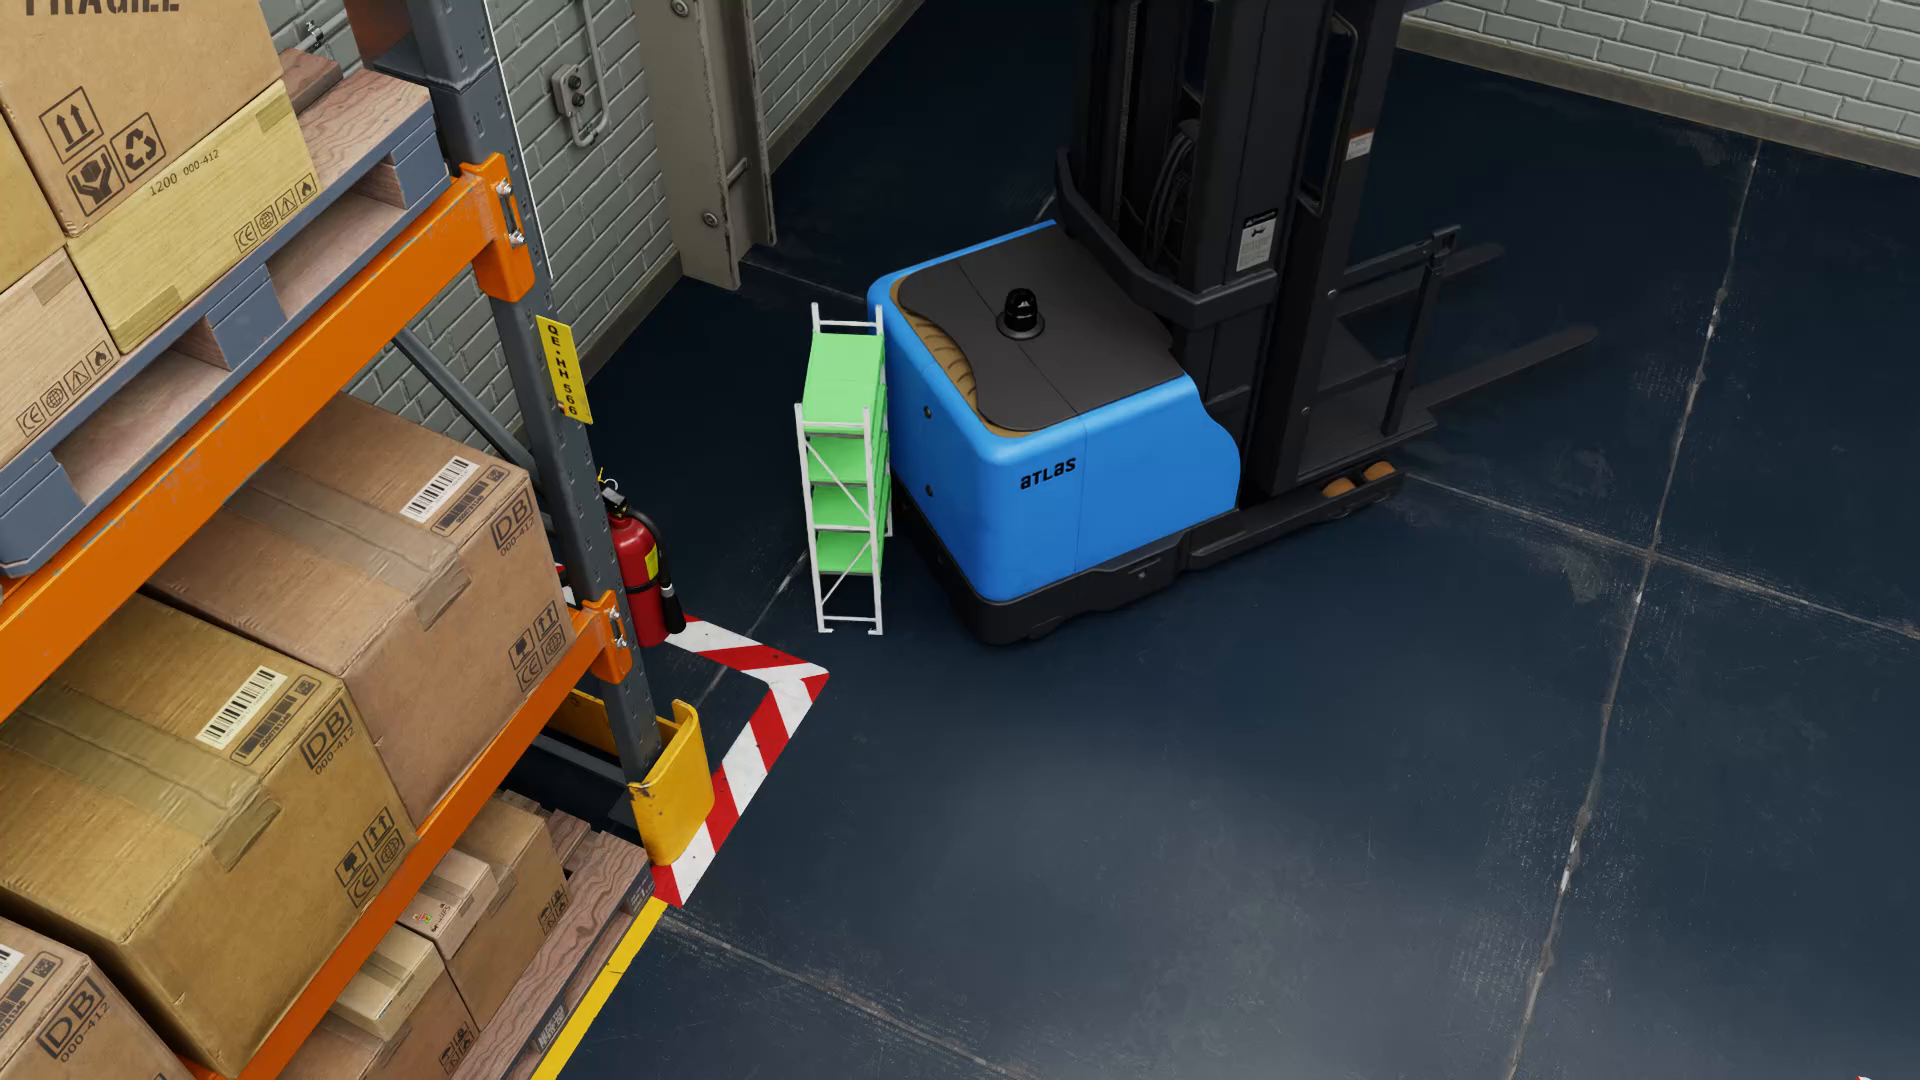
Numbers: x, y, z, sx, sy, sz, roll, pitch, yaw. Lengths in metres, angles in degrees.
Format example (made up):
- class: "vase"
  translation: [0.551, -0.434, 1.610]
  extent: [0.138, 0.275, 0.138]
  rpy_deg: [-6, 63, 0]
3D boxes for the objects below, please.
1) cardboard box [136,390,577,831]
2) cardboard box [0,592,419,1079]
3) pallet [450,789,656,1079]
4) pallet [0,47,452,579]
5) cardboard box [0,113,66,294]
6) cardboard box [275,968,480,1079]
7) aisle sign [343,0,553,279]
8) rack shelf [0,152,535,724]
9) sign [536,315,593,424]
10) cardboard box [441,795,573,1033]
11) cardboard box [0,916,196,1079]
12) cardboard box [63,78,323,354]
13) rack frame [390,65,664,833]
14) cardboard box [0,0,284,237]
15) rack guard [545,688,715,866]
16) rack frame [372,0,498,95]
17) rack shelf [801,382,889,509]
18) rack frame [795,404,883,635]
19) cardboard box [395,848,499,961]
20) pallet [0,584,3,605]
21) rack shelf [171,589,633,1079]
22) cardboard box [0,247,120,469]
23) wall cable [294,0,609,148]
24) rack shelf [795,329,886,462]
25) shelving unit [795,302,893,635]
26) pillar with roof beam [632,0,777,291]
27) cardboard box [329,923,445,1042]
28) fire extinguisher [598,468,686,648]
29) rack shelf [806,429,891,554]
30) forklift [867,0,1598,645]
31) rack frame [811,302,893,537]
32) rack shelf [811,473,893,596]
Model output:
- class: "cardboard box"
  translation: [-1.653, 0.114, 4.302]
  extent: [0.980, 0.700, 0.700]
  rpy_deg: [22, 53, 18]
- class: "cardboard box"
  translation: [-1.954, 0.618, 3.873]
  extent: [0.980, 0.700, 0.700]
  rpy_deg: [19, 52, 16]
- class: "pallet"
  translation: [-1.715, 1.336, 5.290]
  extent: [1.003, 0.211, 1.213]
  rpy_deg: [20, 52, 16]
- class: "pallet"
  translation: [-1.752, -0.573, 3.172]
  extent: [1.003, 0.211, 1.213]
  rpy_deg: [20, 52, 16]
- class: "cardboard box"
  translation: [-1.734, -0.545, 2.354]
  extent: [0.500, 0.500, 0.500]
  rpy_deg: [21, 53, 17]
- class: "cardboard box"
  translation: [-1.867, 1.390, 4.779]
  extent: [0.700, 0.500, 0.500]
  rpy_deg: [20, 52, 16]
- class: "aisle sign"
  translation: [-1.142, -0.938, 3.687]
  extent: [0.394, 0.787, 0.004]
  rpy_deg: [20, 52, 16]
- class: "rack shelf"
  translation: [-2.299, 0.495, 2.677]
  extent: [1.077, 0.370, 4.000]
  rpy_deg: [20, 52, 16]
- class: "sign"
  translation: [-0.959, -0.409, 4.028]
  extent: [0.100, 0.325, 0.005]
  rpy_deg: [20, 52, 16]
- class: "cardboard box"
  translation: [-1.653, 1.045, 5.072]
  extent: [0.700, 0.500, 0.500]
  rpy_deg: [20, 52, 16]
- class: "cardboard box"
  translation: [-2.288, 1.140, 3.428]
  extent: [0.980, 0.700, 0.700]
  rpy_deg: [18, 52, 14]
- class: "cardboard box"
  translation: [-1.517, -0.645, 2.932]
  extent: [0.500, 0.250, 0.500]
  rpy_deg: [21, 53, 17]
- class: "rack frame"
  translation: [-1.444, -0.144, 4.718]
  extent: [1.000, 3.000, 0.127]
  rpy_deg: [20, 52, 16]
- class: "cardboard box"
  translation: [-1.510, -0.886, 2.644]
  extent: [0.500, 0.500, 0.500]
  rpy_deg: [20, 52, 16]
- class: "rack guard"
  translation: [-1.434, 0.650, 5.684]
  extent: [1.175, 0.500, 0.348]
  rpy_deg: [20, 52, 16]
- class: "rack frame"
  translation: [-1.444, -2.088, 2.433]
  extent: [1.000, 3.000, 0.127]
  rpy_deg: [20, 52, 16]
- class: "rack shelf"
  translation: [-0.400, -0.341, 5.836]
  extent: [0.258, 0.148, 0.480]
  rpy_deg: [2, 50, 2]
- class: "rack frame"
  translation: [-0.412, -0.041, 5.812]
  extent: [0.240, 1.200, 0.015]
  rpy_deg: [2, 50, 2]
- class: "cardboard box"
  translation: [-1.543, 0.982, 4.699]
  extent: [0.380, 0.149, 0.250]
  rpy_deg: [19, 52, 16]
- class: "pallet"
  translation: [-2.272, 0.270, 2.454]
  extent: [1.003, 0.211, 1.213]
  rpy_deg: [20, 52, 16]
- class: "rack shelf"
  translation: [-2.299, 1.467, 3.820]
  extent: [1.077, 0.370, 4.000]
  rpy_deg: [20, 52, 16]
- class: "cardboard box"
  translation: [-1.738, -0.286, 2.627]
  extent: [0.500, 0.250, 0.500]
  rpy_deg: [18, 52, 15]
- class: "wall cable"
  translation: [-1.752, -1.662, 5.343]
  extent: [0.084, 1.984, 1.851]
  rpy_deg: [20, 52, 16]
- class: "rack shelf"
  translation: [-0.400, -0.496, 5.653]
  extent: [0.258, 0.148, 0.480]
  rpy_deg: [2, 50, 2]
- class: "shelving unit"
  translation: [-0.399, -0.227, 5.970]
  extent: [0.258, 1.200, 0.503]
  rpy_deg: [2, 50, 2]
- class: "pillar with roof beam"
  translation: [2.820, -2.828, 3.063]
  extent: [9.100, 9.000, 0.400]
  rpy_deg: [20, 52, 16]
- class: "cardboard box"
  translation: [-1.651, 1.159, 4.549]
  extent: [0.380, 0.149, 0.250]
  rpy_deg: [21, 53, 17]
- class: "fire extinguisher"
  translation: [-0.962, 0.049, 4.850]
  extent: [0.296, 0.674, 0.183]
  rpy_deg: [20, 52, 16]
- class: "rack shelf"
  translation: [-0.399, -0.185, 6.019]
  extent: [0.258, 0.148, 0.480]
  rpy_deg: [2, 50, 2]
- class: "forklift"
  translation: [1.199, -1.373, 5.809]
  extent: [3.031, 2.935, 1.130]
  rpy_deg: [-22, 53, -17]
- class: "rack frame"
  translation: [-0.386, -0.412, 6.128]
  extent: [0.240, 1.200, 0.015]
  rpy_deg: [2, 50, 2]
- class: "rack shelf"
  translation: [-0.399, -0.030, 6.202]
  extent: [0.258, 0.148, 0.480]
  rpy_deg: [2, 50, 2]
